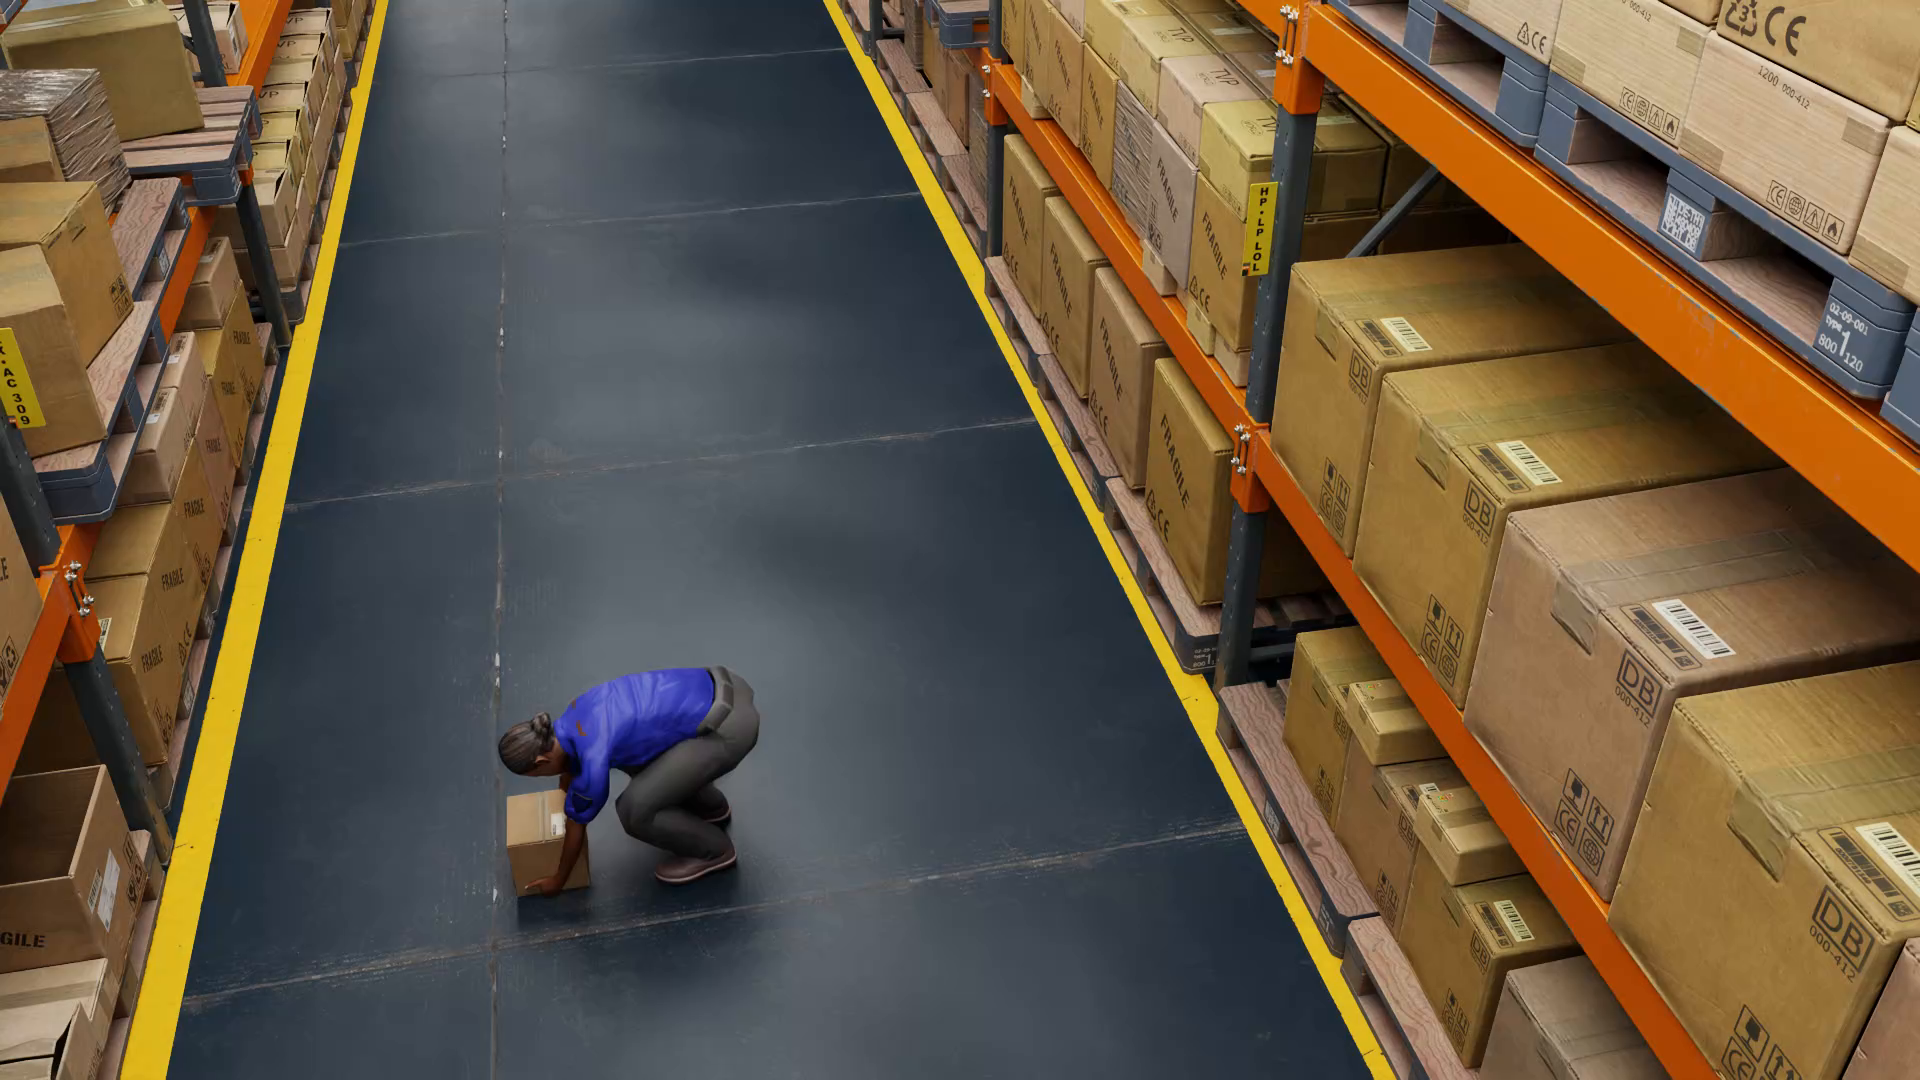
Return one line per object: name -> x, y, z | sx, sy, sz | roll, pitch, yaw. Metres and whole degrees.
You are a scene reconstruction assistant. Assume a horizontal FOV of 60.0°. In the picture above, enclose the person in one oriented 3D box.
person -> -1.024, 0.436, 5.524 | 0.508, 1.656, 0.423 | -8, 35, -11
